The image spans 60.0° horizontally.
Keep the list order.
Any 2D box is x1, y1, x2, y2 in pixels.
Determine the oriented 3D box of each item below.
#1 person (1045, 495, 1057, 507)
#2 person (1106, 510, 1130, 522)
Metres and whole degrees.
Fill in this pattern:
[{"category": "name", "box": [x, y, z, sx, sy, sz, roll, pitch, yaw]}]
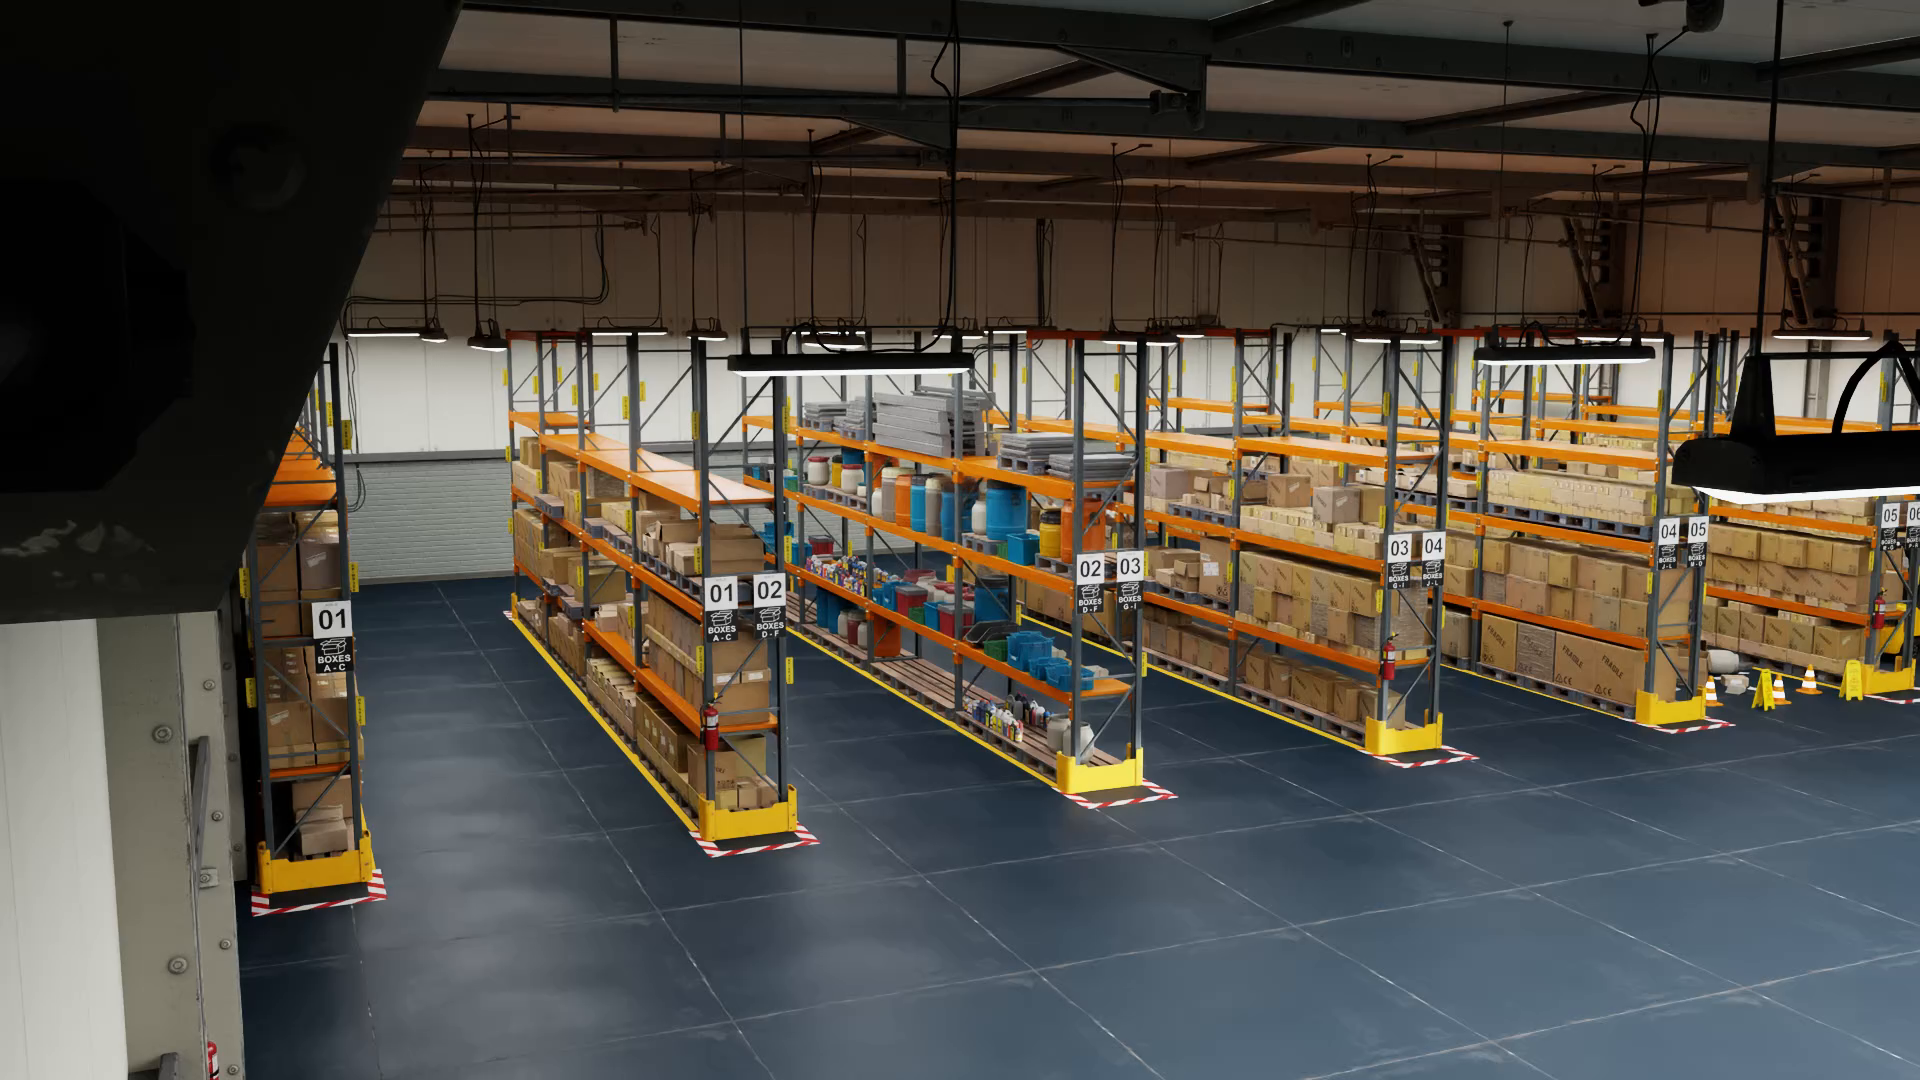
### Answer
[{"category": "person", "box": [2.269, -0.349, 42.738, 0.898, 1.735, 0.538, 4, 9, 28]}, {"category": "person", "box": [4.078, -0.395, 43.045, 0.604, 1.698, 1.098, 2, 8, 12]}]
